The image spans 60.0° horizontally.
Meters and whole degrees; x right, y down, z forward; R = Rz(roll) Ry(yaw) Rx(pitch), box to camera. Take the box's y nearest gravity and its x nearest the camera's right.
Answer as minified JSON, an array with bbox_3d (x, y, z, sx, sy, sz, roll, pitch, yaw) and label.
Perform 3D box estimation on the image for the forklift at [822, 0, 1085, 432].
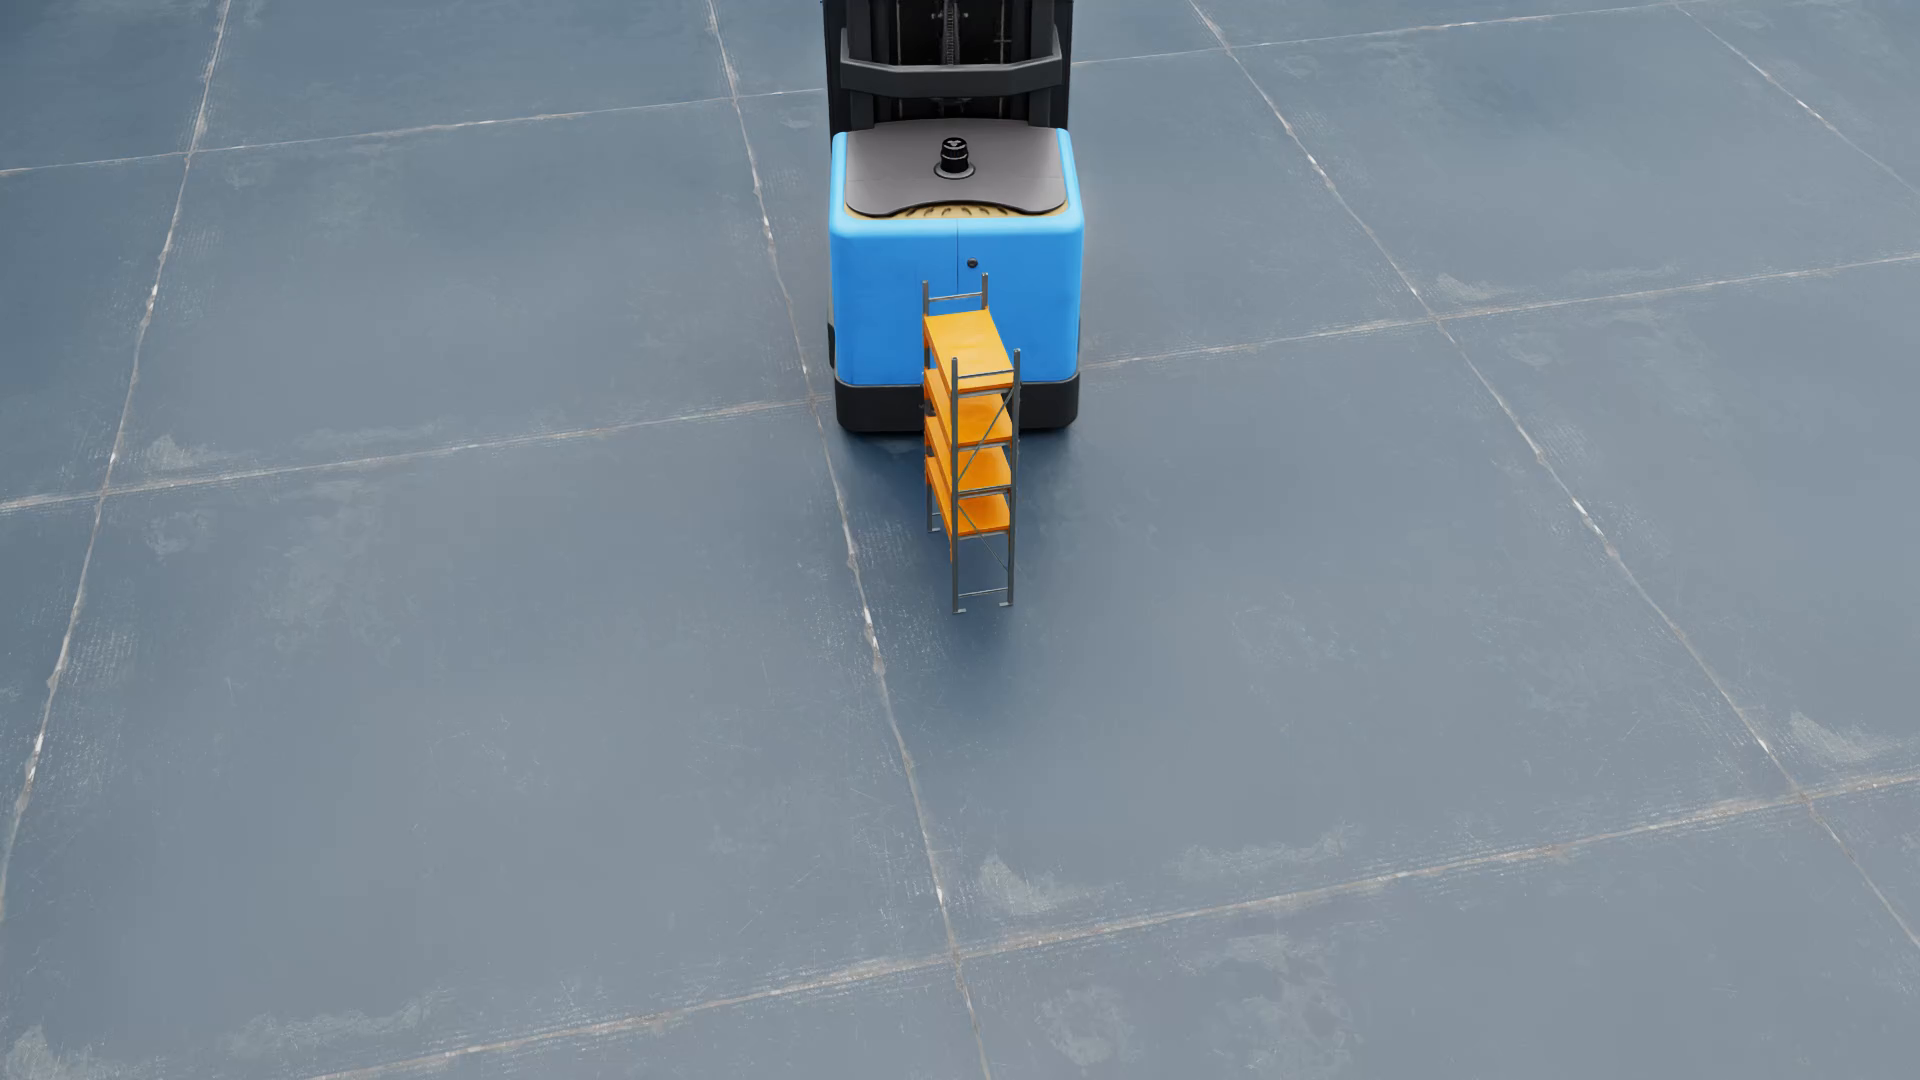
[{"bbox_3d":[-0.061,-2.521,7.382,1.130,2.935,3.031,-1,42,-2],"label":"forklift"}]

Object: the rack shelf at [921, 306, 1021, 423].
[{"bbox_3d":[0.036,-0.635,5.970,0.258,0.148,0.480,-8,42,-9],"label":"rack shelf"}]

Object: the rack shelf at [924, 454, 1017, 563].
[{"bbox_3d":[0.036,-0.143,6.407,0.258,0.148,0.480,-8,42,-9],"label":"rack shelf"}]

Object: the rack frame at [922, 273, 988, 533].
[{"bbox_3d":[-0.017,-0.500,6.409,0.240,1.200,0.015,-8,42,-9],"label":"rack frame"}]

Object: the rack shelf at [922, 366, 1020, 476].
[{"bbox_3d":[0.036,-0.458,6.127,0.258,0.148,0.480,-8,42,-9],"label":"rack shelf"}]

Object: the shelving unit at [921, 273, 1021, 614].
[{"bbox_3d":[0.036,-0.341,6.231,0.258,1.200,0.503,-8,42,-9],"label":"shelving unit"}]

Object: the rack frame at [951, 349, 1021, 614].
[{"bbox_3d":[0.088,-0.183,6.053,0.240,1.200,0.015,-8,42,-9],"label":"rack frame"}]

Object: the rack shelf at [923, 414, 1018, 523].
[{"bbox_3d":[0.036,-0.291,6.275,0.258,0.148,0.480,-8,42,-9],"label":"rack shelf"}]
